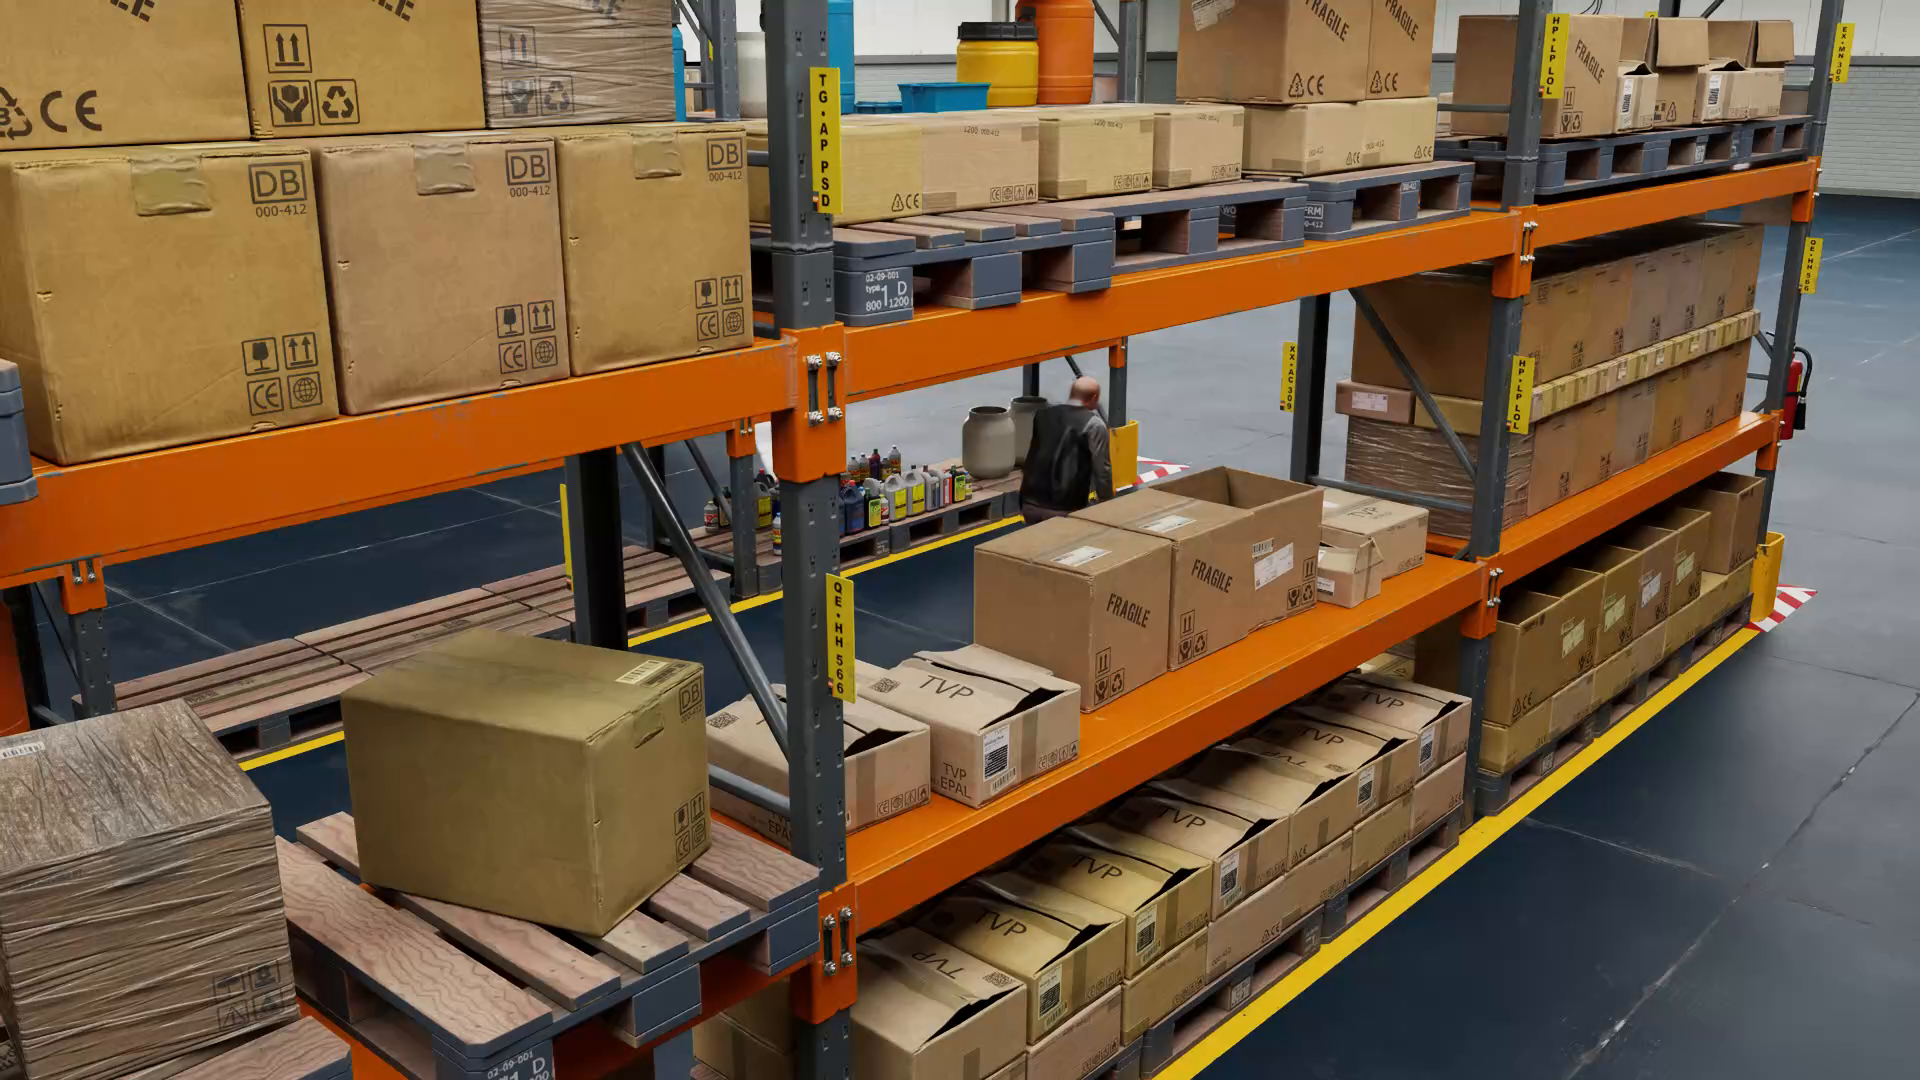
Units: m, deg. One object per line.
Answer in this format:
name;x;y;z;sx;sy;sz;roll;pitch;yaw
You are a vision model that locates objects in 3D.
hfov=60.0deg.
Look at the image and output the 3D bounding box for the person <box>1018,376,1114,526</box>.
person;0.635;-0.228;10.215;0.588;1.514;0.625;15;22;40
